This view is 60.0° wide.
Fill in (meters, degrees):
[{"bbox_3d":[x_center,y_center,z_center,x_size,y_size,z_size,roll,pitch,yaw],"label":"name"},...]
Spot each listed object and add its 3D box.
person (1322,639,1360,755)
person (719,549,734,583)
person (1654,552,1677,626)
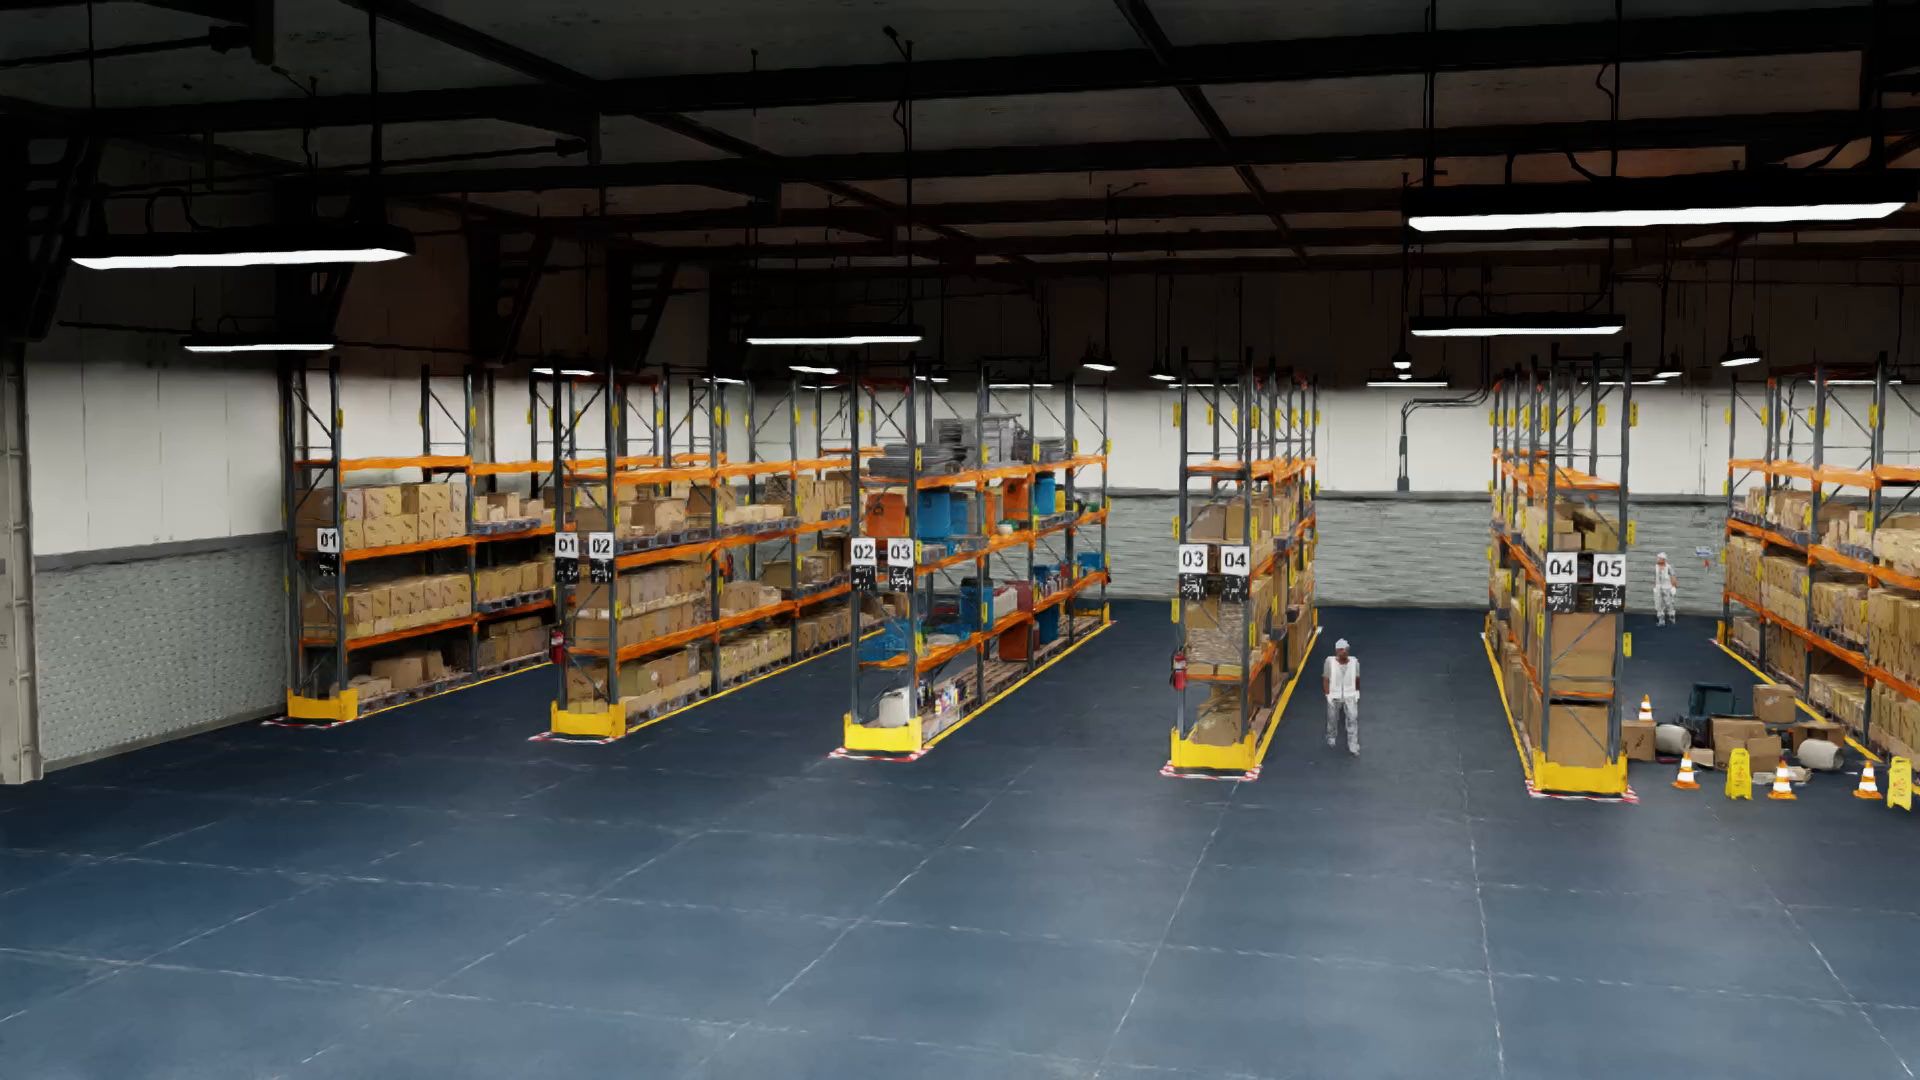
[{"bbox_3d":[5.692,2.314,24.803,0.580,1.706,1.096,0,4,6],"label":"person"},{"bbox_3d":[-6.255,0.868,44.211,0.766,1.748,0.577,-4,5,-40],"label":"person"},{"bbox_3d":[17.010,1.180,40.079,0.573,1.775,0.575,-3,5,-39],"label":"person"}]
